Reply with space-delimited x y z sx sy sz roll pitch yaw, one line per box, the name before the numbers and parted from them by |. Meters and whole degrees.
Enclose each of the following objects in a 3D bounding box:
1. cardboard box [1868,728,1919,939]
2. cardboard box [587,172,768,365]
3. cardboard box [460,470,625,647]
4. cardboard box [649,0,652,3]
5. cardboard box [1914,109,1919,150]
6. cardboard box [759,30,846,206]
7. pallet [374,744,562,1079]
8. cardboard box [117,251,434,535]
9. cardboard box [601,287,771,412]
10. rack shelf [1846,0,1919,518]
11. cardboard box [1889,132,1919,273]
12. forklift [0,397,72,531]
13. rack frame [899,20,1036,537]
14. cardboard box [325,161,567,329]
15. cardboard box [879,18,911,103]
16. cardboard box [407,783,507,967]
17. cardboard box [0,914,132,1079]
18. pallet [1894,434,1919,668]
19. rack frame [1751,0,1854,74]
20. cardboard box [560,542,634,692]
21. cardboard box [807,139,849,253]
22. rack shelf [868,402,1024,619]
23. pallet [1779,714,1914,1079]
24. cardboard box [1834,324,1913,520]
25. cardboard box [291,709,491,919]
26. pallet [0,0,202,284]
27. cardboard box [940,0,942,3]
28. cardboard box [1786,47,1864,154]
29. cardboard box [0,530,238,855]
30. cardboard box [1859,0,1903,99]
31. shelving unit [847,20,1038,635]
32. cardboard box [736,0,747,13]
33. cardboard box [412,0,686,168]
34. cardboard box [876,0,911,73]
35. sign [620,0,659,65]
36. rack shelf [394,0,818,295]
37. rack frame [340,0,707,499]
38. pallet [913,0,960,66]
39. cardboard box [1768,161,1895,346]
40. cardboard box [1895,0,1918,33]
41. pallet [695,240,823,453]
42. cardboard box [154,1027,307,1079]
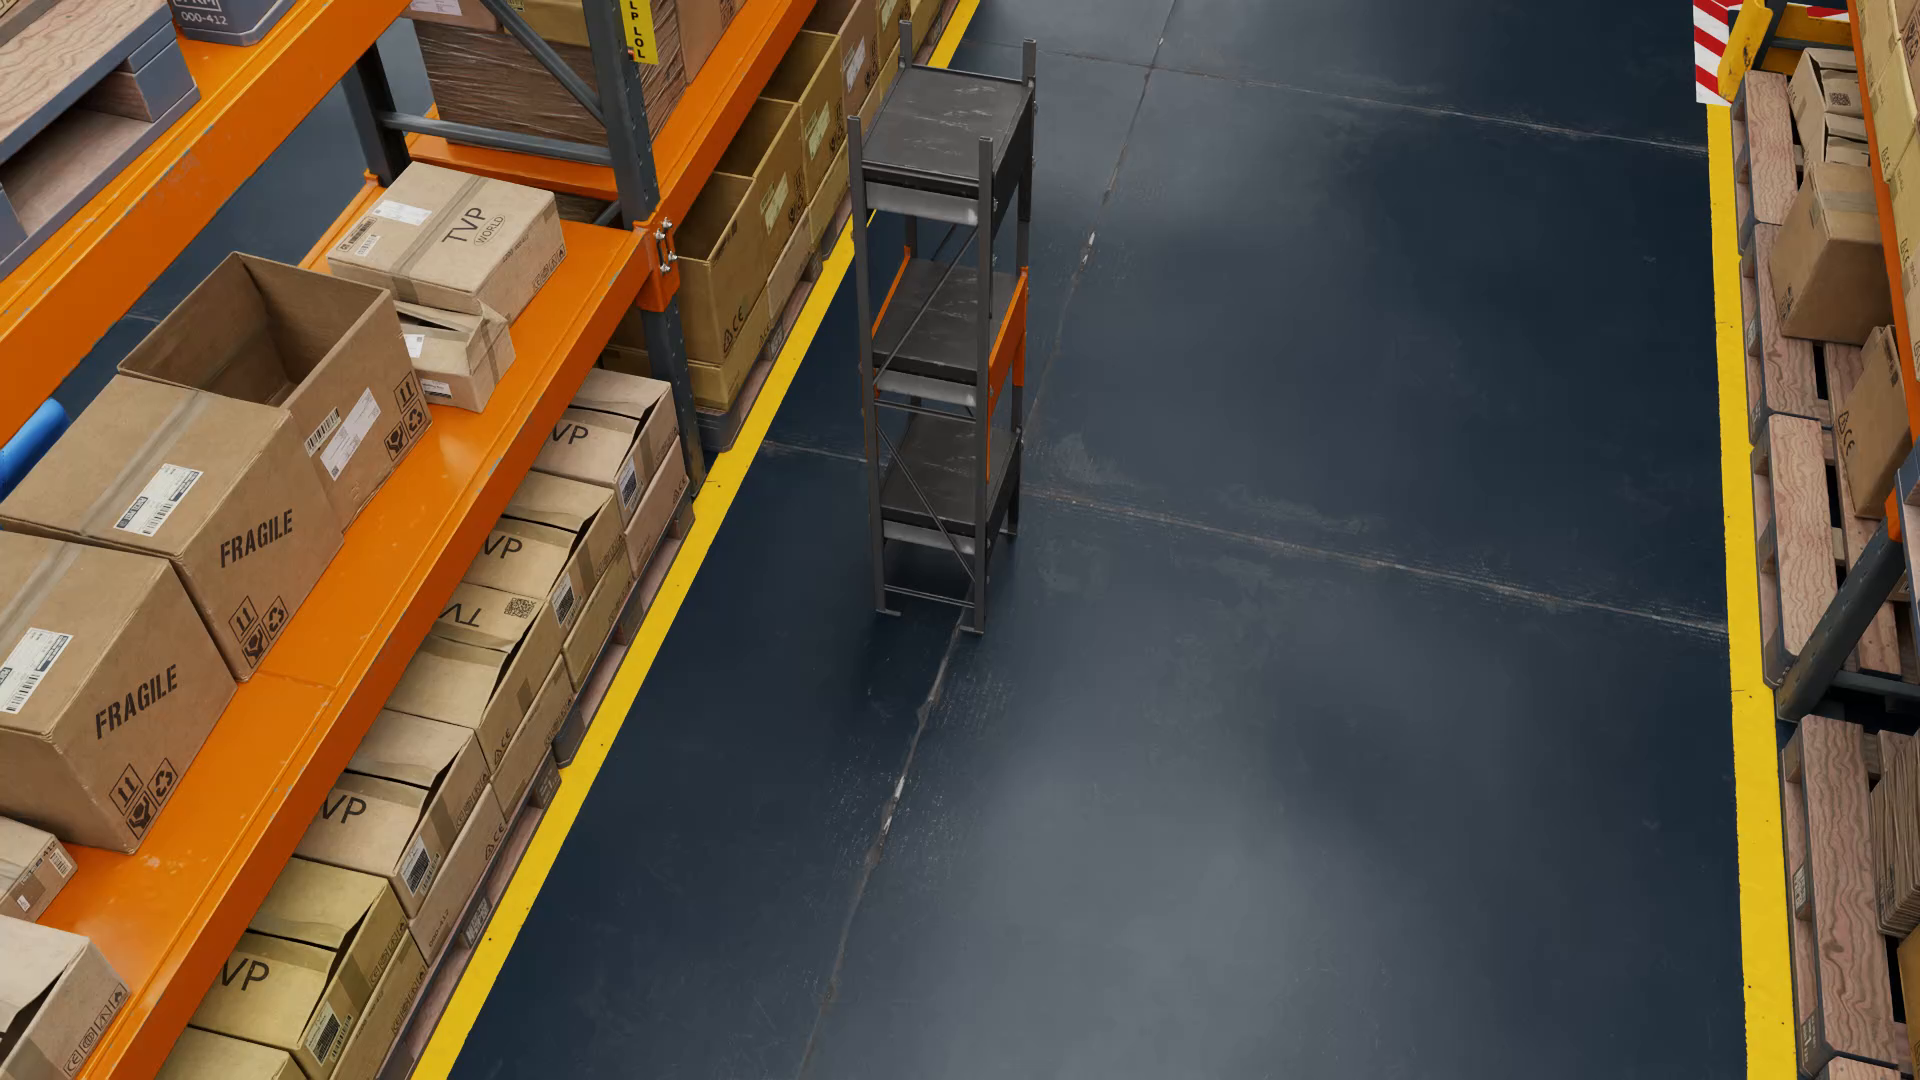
cardboard box | 3.120 0.899 4.830 0.700 0.500 0.500 13 50 11
cardboard box | -1.058 -1.044 6.225 0.500 0.500 0.500 12 50 10
cardboard box | -1.443 0.019 5.412 0.500 0.311 0.500 13 50 11
cardboard box | -1.159 -1.879 5.408 0.380 0.149 0.250 12 50 11
cardboard box | 3.250 -1.289 4.973 0.500 0.500 0.500 11 50 10
cardboard box | -0.795 -1.768 6.863 0.500 0.500 0.500 12 50 10
pallet | -1.958 1.055 5.178 1.003 0.211 1.213 12 50 10
cardboard box | -1.839 -0.393 4.530 0.500 0.500 0.500 15 50 13
cardboard box | -1.068 -0.798 6.508 0.500 0.250 0.500 12 50 10
rack shelf | 3.824 -1.527 6.077 1.077 0.370 4.000 12 50 10
cardboard box | 3.269 -1.037 5.251 0.500 0.250 0.500 12 50 10
forklift | -3.699 0.259 4.067 1.130 2.935 3.031 12 50 11
rack frame | 0.021 -0.752 5.513 0.400 2.100 0.015 12 50 10
cardboard box | -1.570 -0.879 5.125 0.500 0.250 0.500 14 50 12
cardboard box | -0.536 -2.244 7.783 0.500 0.250 0.500 12 50 10
cardboard box | -1.716 0.938 4.975 0.500 0.250 0.500 12 50 11
cardboard box | -2.113 1.021 3.408 0.500 0.311 0.500 11 49 10
pallet | 2.956 0.269 4.140 1.003 0.211 1.213 12 50 10
rack frame | 4.351 -3.212 7.084 1.000 3.000 0.127 12 50 10
cardboard box | -1.447 0.200 5.627 0.500 0.250 0.500 11 49 9
cardboard box | -0.795 -1.519 7.144 0.500 0.250 0.500 12 50 10
rack shelf | -0.044 -0.103 5.892 0.431 0.518 0.480 12 50 10
pallet | 3.094 1.168 5.079 1.003 0.211 1.213 12 50 10
cardboard box | 3.532 -0.396 5.972 0.500 0.500 0.500 8 49 7
cardboard box | -1.713 0.742 4.774 0.500 0.311 0.500 11 49 10
pallet | -2.151 -0.648 2.947 1.003 0.211 1.213 14 50 12
cardboard box | -0.286 -2.970 8.424 0.500 0.250 0.500 12 50 10
cardboard box | 4.082 -1.985 7.501 0.500 0.311 0.500 7 49 6
cardboard box | -2.109 0.350 3.874 0.500 0.500 0.500 9 49 8
cardboard box | 3.518 -1.768 5.896 0.500 0.250 0.500 12 50 10
shelving unit | -0.044 -0.575 5.357 0.431 2.100 0.503 12 50 10
cardboard box | -1.103 -2.394 6.295 0.700 0.500 0.500 12 50 11
cardboard box | -1.372 -1.649 5.638 0.700 0.500 0.500 10 49 9
cardboard box | -0.533 -2.491 7.502 0.500 0.500 0.500 12 50 10
sign | -0.956 -1.550 4.898 0.100 0.325 0.005 12 50 10
rack shelf | -0.956 -2.502 6.937 1.077 0.370 4.000 12 50 10
rack frame | -1.482 -1.293 5.391 1.000 3.000 0.127 12 50 10
pallet | -0.590 -2.703 8.494 1.003 0.211 1.213 12 50 10
cardboard box | 3.690 -1.115 6.607 0.700 0.500 0.500 9 49 8
cardboard box | 3.529 -2.027 5.625 0.500 0.500 0.500 13 50 11
pallet | -1.233 -0.938 6.937 1.003 0.211 1.213 12 50 10
cardboard box | -1.984 1.483 4.121 0.500 0.311 0.500 10 49 9
